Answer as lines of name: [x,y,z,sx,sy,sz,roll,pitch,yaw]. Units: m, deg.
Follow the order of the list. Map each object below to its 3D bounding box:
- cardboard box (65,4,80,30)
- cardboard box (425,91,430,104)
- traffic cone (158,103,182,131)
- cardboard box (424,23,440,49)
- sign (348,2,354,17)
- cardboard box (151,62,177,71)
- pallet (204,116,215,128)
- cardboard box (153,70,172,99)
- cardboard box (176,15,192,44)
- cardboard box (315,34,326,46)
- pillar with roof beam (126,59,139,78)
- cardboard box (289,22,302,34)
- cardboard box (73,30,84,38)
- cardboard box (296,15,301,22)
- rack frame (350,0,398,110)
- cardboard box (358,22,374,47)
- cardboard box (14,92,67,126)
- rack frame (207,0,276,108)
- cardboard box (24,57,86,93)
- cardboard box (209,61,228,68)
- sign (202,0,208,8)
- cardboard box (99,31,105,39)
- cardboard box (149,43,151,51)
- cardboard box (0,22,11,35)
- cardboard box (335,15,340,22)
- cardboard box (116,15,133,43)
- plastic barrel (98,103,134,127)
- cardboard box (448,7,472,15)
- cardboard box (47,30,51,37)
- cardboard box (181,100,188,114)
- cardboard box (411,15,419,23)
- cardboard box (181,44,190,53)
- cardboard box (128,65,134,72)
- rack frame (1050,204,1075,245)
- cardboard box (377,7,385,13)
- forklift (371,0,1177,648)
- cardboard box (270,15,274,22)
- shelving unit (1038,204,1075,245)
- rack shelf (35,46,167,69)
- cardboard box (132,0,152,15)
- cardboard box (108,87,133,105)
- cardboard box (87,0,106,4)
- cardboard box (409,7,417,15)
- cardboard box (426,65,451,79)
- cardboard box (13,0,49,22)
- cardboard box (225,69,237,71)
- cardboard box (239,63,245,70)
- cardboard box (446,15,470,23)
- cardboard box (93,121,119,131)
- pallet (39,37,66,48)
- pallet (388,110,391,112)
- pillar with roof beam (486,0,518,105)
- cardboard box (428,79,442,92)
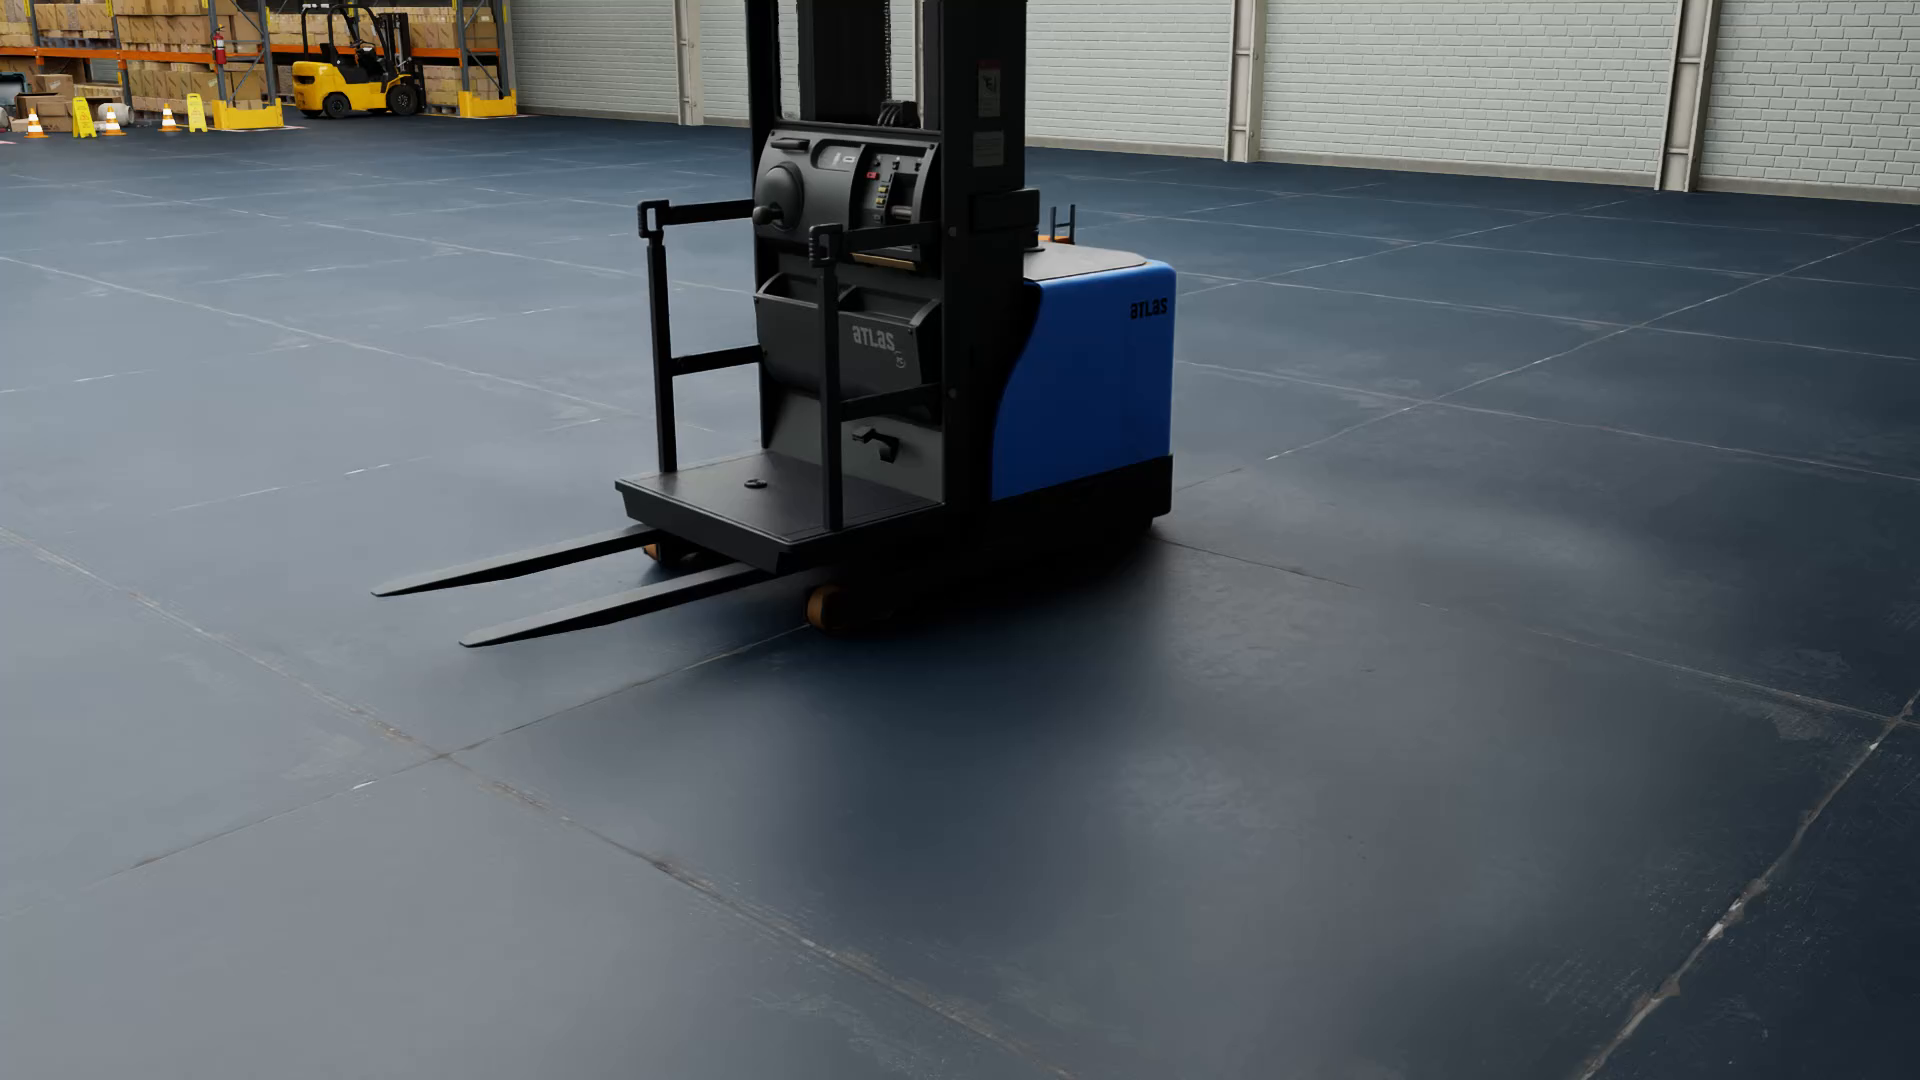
cardboard box: [-17.500,-10.461,33.265,0.500,0.500,0.500,14,22,37]
cardboard box: [-10.867,-9.159,34.364,0.500,0.250,0.500,15,23,40]
traffic cone: [-14.042,-7.504,29.490,0.334,0.463,0.336,15,23,39]
cardboard box: [-10.496,-10.235,33.739,0.500,0.500,0.500,16,24,41]
sign: [-12.917,-11.235,35.270,0.005,0.325,0.100,15,23,39]
cardboard box: [-14.951,-8.903,31.246,0.250,0.149,0.380,17,24,42]
pallet: [-13.505,-7.776,30.763,1.213,0.211,1.003,15,23,39]
cardboard box: [-14.799,-8.580,31.299,0.500,0.500,0.500,17,24,42]
cardboard box: [-13.824,-9.256,30.161,0.500,0.500,0.500,15,23,39]
cardboard box: [-13.845,-11.022,36.631,0.500,0.250,0.500,15,23,40]
pillar with roof beam: [-25.815,-15.885,41.790,0.400,9.000,9.100,15,23,39]
cardboard box: [-14.633,-11.461,37.187,0.500,0.250,0.500,14,23,38]
cardboard box: [-17.551,-10.162,33.395,0.250,0.149,0.380,16,24,41]
cardboard box: [-14.540,-11.618,37.023,0.250,0.149,0.380,16,23,40]
rack frame: [-12.564,-10.845,35.826,0.127,3.000,1.000,15,23,39]
cardboard box: [-12.405,-10.745,35.344,0.500,0.500,0.500,14,22,38]
cardboard box: [-16.563,-7.759,30.004,0.503,0.637,0.797,15,23,39]
rack frame: [-12.864,-8.918,29.754,0.127,3.000,1.000,15,23,39]
cardboard box: [-19.309,-9.870,35.570,0.875,0.875,0.875,15,23,39]
cardboard box: [-17.998,-11.550,40.413,0.250,0.149,0.380,14,22,36]
sign: [-13.247,-9.499,29.148,0.005,0.325,0.100,15,23,39]
cardboard box: [-16.610,-9.900,32.568,0.250,0.149,0.380,14,22,38]
cardboard box: [-15.009,-9.277,31.298,0.250,0.149,0.380,15,23,39]
cardboard box: [-20.161,-10.931,35.519,0.500,0.250,0.500,14,23,38]
cardboard box: [-13.320,-11.329,36.113,0.250,0.149,0.380,15,23,39]
cardboard box: [-15.712,-9.759,31.748,0.500,0.500,0.500,15,23,39]
plastic barrel: [-15.414,-7.763,30.371,0.512,0.421,0.421,-3,18,-8]
cardboard box: [-9.980,-10.565,33.213,0.250,0.149,0.380,15,23,39]
cardboard box: [-18.539,-10.433,34.249,0.250,0.149,0.380,13,22,36]
cardboard box: [-14.029,-8.015,30.760,0.500,0.250,0.500,15,23,39]
cardboard box: [-10.993,-10.657,33.996,0.250,0.149,0.380,15,23,40]
cardboard box: [-13.939,-8.952,30.276,0.250,0.149,0.380,16,23,40]
cardboard box: [-21.145,-12.121,43.278,0.637,0.503,0.797,14,22,37]
rack frame: [0.431,-0.865,7.331,0.015,1.200,0.240,9,16,25]
cardboard box: [-11.946,-11.057,34.762,0.250,0.149,0.380,16,23,40]
forklift: [-0.565,-1.257,5.728,3.031,2.935,1.130,-16,23,-40]
cardboard box: [-15.513,-11.875,37.832,0.250,0.149,0.380,16,24,41]
shelving unit: [0.213,-0.898,7.434,0.503,1.200,0.258,9,16,25]
rack shelf: [-17.352,-9.780,33.659,4.000,0.370,1.077,15,23,39]
cardboard box: [-14.946,-10.036,30.965,0.500,0.500,0.700,14,23,38]
cardboard box: [-16.250,-8.774,32.949,0.625,0.372,0.950,15,23,40]
cardboard box: [-16.875,-10.597,32.621,0.250,0.149,0.380,14,22,38]
cardboard box: [-11.001,-10.799,33.949,0.250,0.149,0.380,16,23,40]
cardboard box: [-10.509,-9.531,33.884,0.500,0.250,0.500,16,23,40]
cardboard box: [-19.408,-11.093,34.790,0.500,0.500,0.500,14,23,38]
cardboard box: [-17.176,-11.001,39.754,0.500,0.500,0.500,14,22,37]
cardboard box: [-16.840,-11.232,39.410,0.250,0.149,0.380,15,23,38]
cardboard box: [-10.017,-10.405,33.202,0.250,0.149,0.380,15,23,40]
cardboard box: [-15.185,-7.365,29.574,0.380,0.149,0.250,-6,18,-18]
pallet: [-18.244,-10.314,34.470,1.003,0.211,1.213,15,23,39]
pallet: [-11.997,-9.347,35.715,1.213,0.211,1.003,15,23,39]
pillar with roof beam: [-12.352,-12.271,30.402,0.400,9.000,9.100,15,23,39]
cardboard box: [-10.512,-9.300,33.982,0.500,0.250,0.500,15,23,39]
